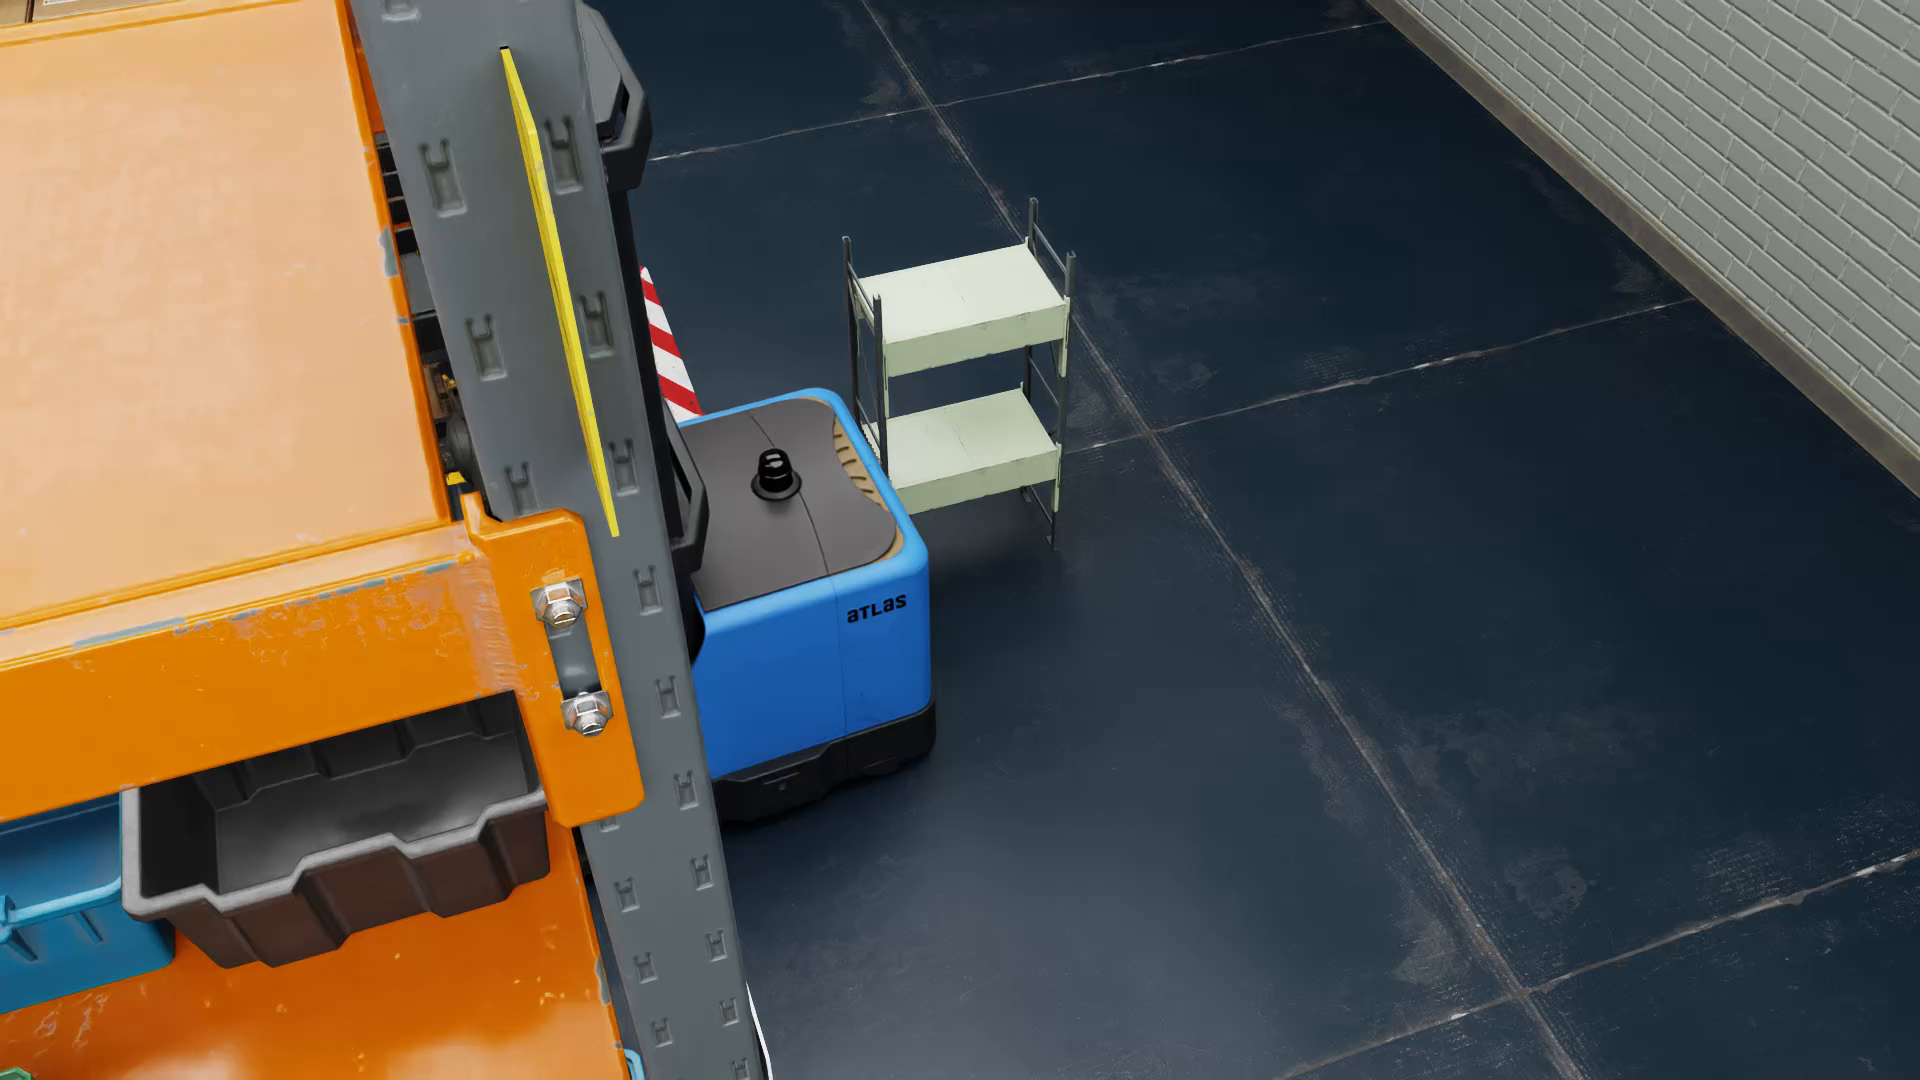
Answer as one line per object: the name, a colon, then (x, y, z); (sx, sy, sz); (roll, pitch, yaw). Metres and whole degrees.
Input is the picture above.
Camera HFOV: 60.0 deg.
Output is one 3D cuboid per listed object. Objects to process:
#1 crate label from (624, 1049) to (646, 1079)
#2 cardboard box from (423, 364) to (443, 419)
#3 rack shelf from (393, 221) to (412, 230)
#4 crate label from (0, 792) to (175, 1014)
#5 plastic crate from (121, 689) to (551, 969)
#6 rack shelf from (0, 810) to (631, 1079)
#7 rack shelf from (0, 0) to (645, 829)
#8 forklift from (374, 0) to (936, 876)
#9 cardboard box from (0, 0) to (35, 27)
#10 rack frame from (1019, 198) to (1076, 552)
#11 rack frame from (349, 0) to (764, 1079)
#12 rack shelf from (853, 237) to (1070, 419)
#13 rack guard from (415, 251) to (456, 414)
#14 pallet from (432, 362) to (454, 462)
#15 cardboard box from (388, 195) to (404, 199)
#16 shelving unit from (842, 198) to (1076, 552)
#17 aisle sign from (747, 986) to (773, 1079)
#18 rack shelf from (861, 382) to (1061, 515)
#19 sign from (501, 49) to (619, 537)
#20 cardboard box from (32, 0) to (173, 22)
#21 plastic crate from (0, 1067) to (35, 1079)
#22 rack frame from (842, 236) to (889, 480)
crate label: (-0.803, 1.371, 3.651); (0.303, 0.233, 0.416); (-14, 47, -14)
cardboard box: (-2.565, -0.786, 7.179); (0.500, 0.500, 0.500); (-14, 47, -14)
rack shelf: (-4.019, -1.073, 6.519); (4.000, 0.370, 1.077); (-14, 47, -14)
crate label: (-1.437, 0.493, 2.437); (0.502, 0.251, 0.408); (-14, 47, -14)
plastic crate: (-0.916, 0.387, 2.530); (0.590, 0.269, 0.497); (-14, 47, -14)
rack shelf: (-2.340, 1.169, 2.167); (4.000, 0.370, 1.077); (-14, 47, -14)
rack shelf: (-2.340, 0.251, 1.246); (4.000, 0.370, 1.077); (-14, 47, -14)
forklift: (-1.657, -0.139, 5.128); (3.031, 2.935, 1.130); (-17, 47, -16)
cardboard box: (-3.424, -1.656, 5.816); (0.500, 0.500, 0.500); (-13, 47, -13)
rack frame: (0.338, -0.616, 6.614); (0.023, 1.500, 0.400); (-14, 47, -14)
rack frame: (-0.459, -0.625, 1.329); (0.127, 3.000, 1.000); (-14, 47, -14)
rack shelf: (-0.006, -0.803, 6.250); (0.720, 0.370, 0.431); (-14, 47, -14)
rack guard: (-2.209, -0.907, 7.611); (0.348, 0.500, 1.175); (-14, 47, -14)
pallet: (-2.959, -0.613, 7.521); (1.213, 0.211, 1.003); (-14, 47, -14)
cardboard box: (-2.466, -1.554, 6.420); (0.500, 0.500, 0.500); (-13, 47, -13)
shelving unit: (-0.006, -0.528, 6.526); (0.755, 1.500, 0.431); (-14, 47, -14)
aisle sign: (-0.292, 0.753, 2.356); (0.004, 0.787, 0.394); (-14, 47, -14)
rack shelf: (-0.006, -0.298, 6.757); (0.720, 0.370, 0.431); (-14, 47, -14)
sign: (-0.257, -0.148, 1.082); (0.005, 0.325, 0.100); (-14, 47, -14)
cardboard box: (-2.938, -1.784, 5.943); (0.500, 0.500, 0.500); (-13, 47, -13)
plastic crate: (-1.290, 0.936, 2.040); (0.336, 0.188, 0.450); (-14, 47, -14)
rack frame: (-0.351, -0.440, 6.439); (0.023, 1.500, 0.400); (-14, 47, -14)
